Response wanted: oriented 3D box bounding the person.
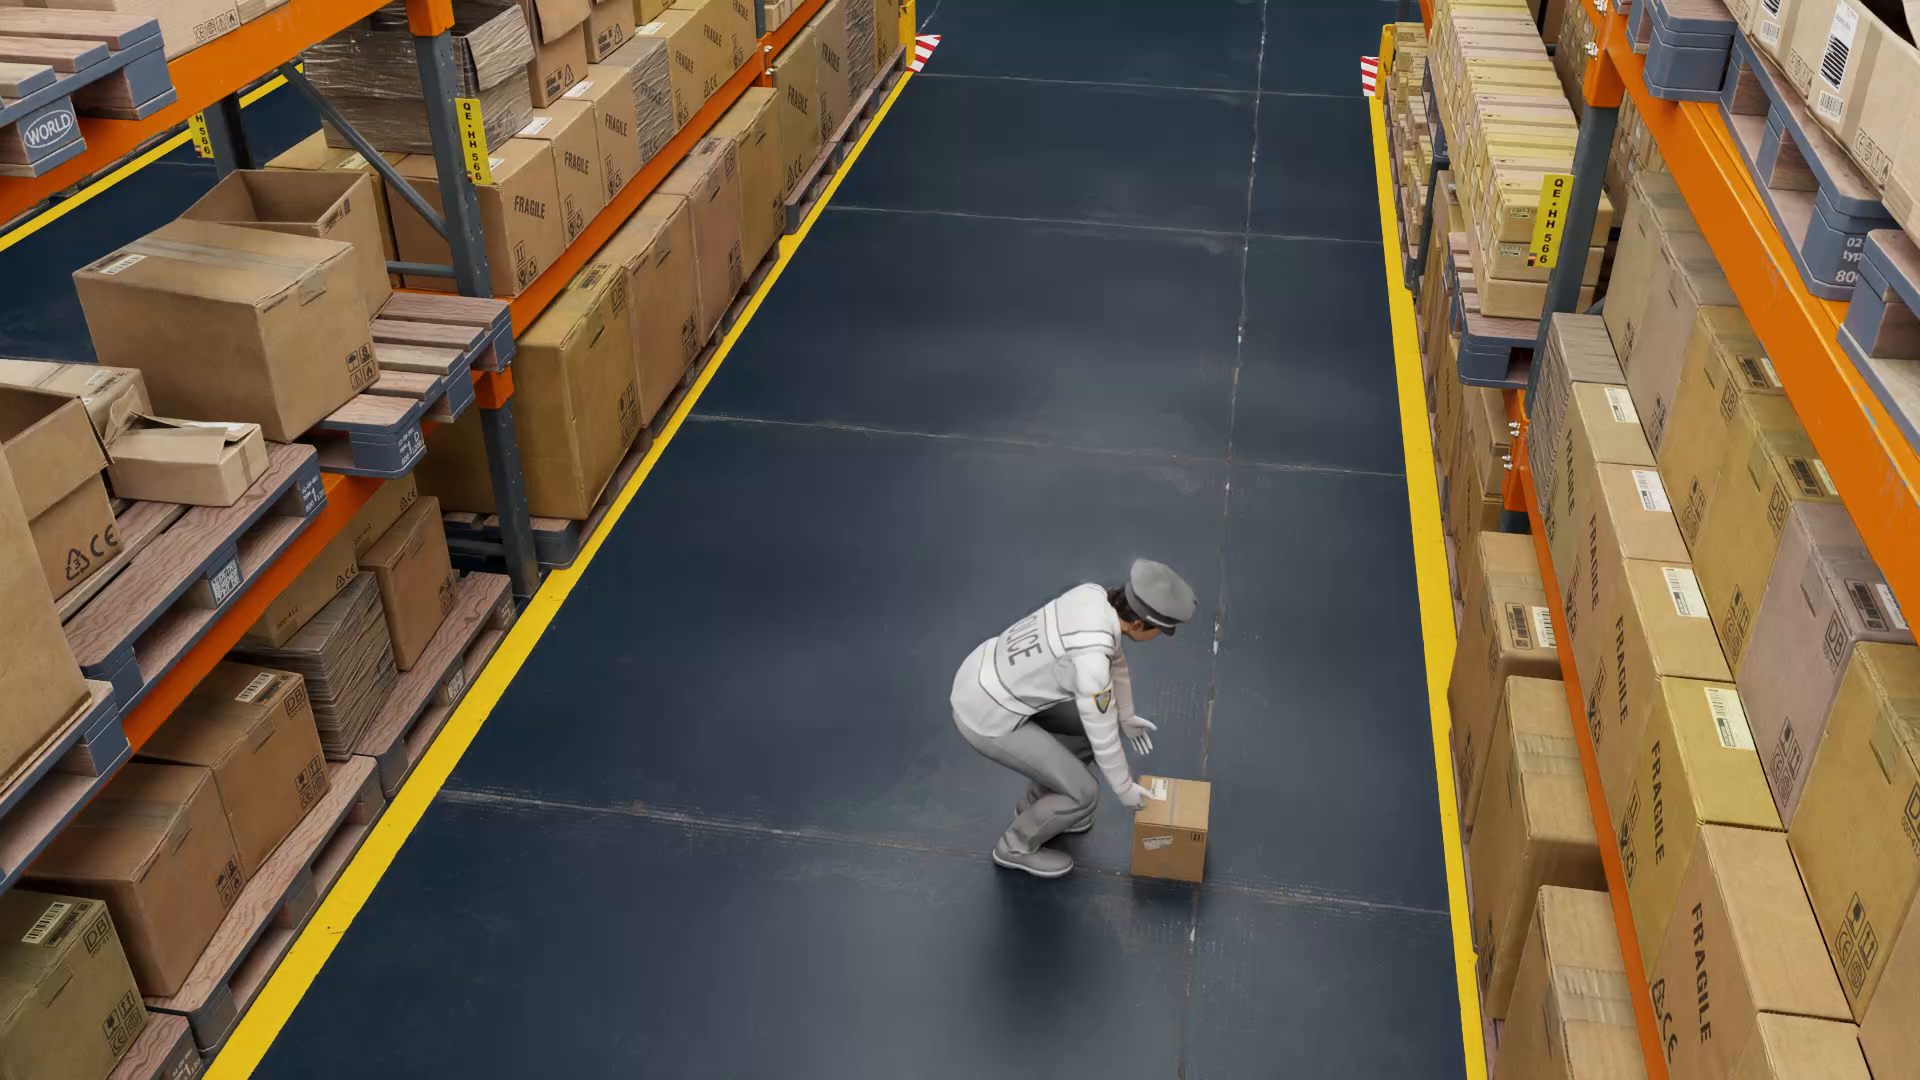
[{"bbox_3d":[0.375,0.581,5.686,0.796,1.177,0.522,5,33,8],"label":"person"}]
